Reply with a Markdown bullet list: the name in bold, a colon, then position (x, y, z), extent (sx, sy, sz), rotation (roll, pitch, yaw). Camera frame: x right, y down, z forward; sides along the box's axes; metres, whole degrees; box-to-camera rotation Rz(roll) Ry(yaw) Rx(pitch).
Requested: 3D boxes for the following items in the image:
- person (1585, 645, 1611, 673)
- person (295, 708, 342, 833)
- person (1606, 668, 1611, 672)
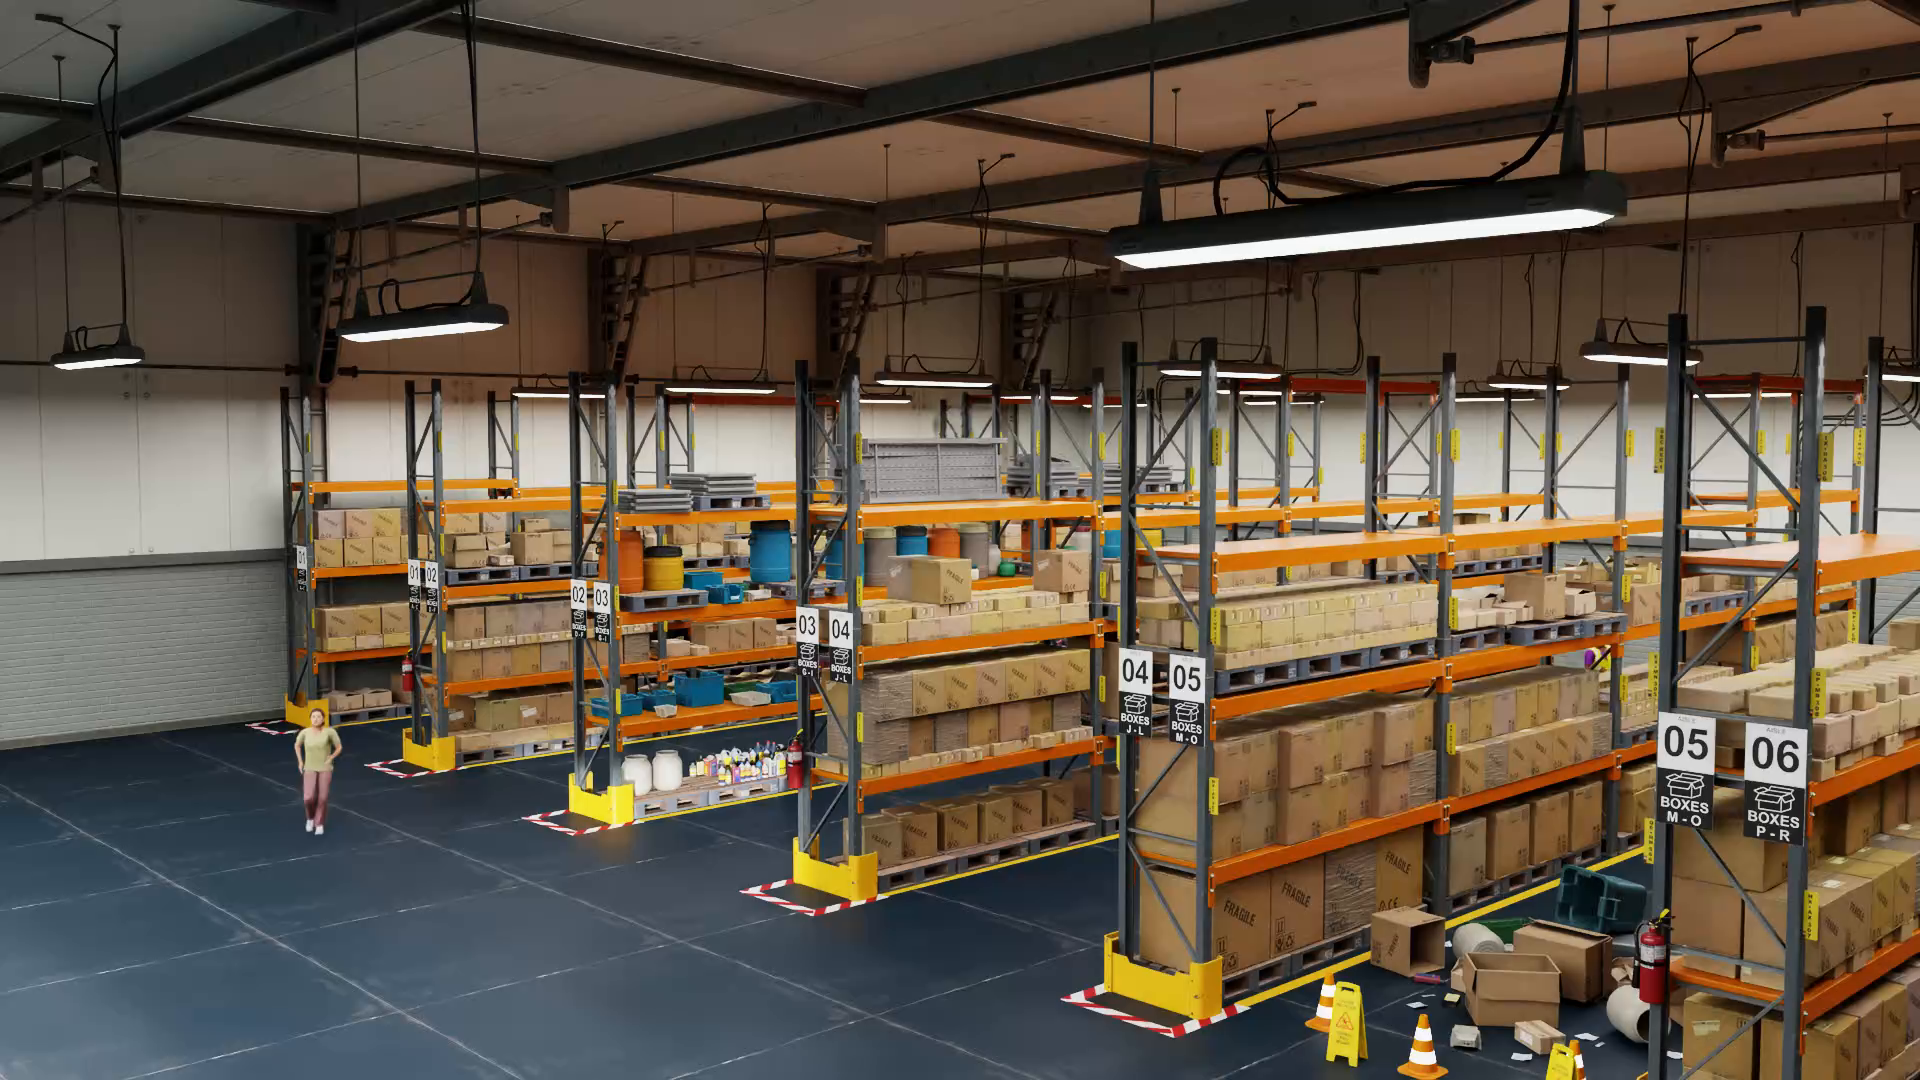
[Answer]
- **person**: position (11.247, 2.434, 29.009), extent (0.690, 1.714, 0.706), rotation (0, 4, 7)
- **person**: position (-8.254, 2.974, 21.396), extent (0.587, 1.638, 0.550), rotation (-1, 4, -18)
- **person**: position (10.067, 2.736, 25.335), extent (0.741, 1.688, 0.610), rotation (-3, 5, -36)
